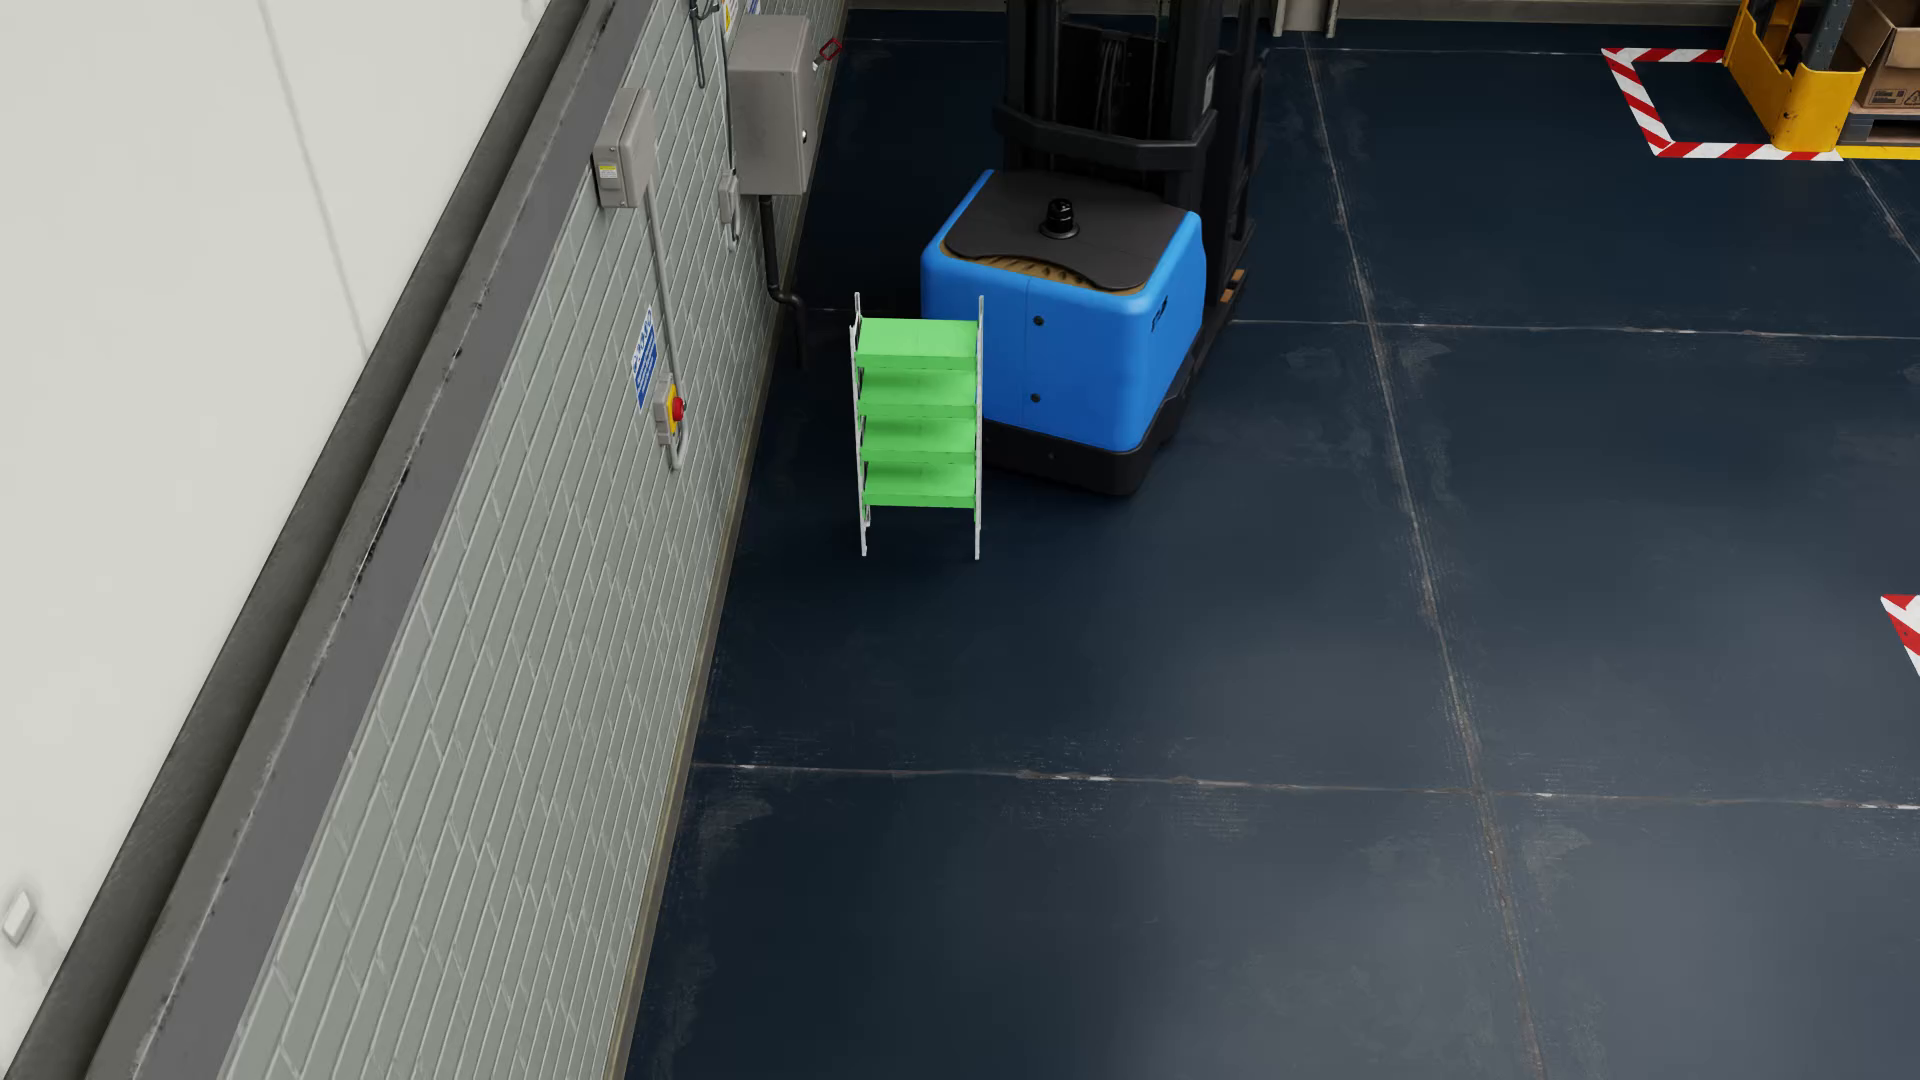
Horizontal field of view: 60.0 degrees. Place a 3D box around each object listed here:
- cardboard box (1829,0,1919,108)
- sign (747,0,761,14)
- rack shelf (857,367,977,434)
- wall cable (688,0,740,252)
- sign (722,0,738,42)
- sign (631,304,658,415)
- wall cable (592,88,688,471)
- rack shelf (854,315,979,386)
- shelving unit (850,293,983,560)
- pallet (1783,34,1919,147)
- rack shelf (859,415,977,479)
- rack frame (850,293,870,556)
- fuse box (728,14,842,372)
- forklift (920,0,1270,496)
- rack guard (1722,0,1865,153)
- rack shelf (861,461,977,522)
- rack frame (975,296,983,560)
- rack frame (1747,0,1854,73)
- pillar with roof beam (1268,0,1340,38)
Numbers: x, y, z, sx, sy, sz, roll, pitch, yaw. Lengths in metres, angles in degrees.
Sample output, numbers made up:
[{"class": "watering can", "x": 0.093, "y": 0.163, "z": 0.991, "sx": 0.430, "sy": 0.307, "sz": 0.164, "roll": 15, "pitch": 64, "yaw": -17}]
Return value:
[{"class": "cardboard box", "x": 5.484, "y": -2.911, "z": 9.698, "sx": 0.637, "sy": 0.503, "sz": 0.797, "roll": 0, "pitch": 43, "yaw": 0}, {"class": "sign", "x": -0.921, "y": -2.265, "z": 7.551, "sx": 0.001, "sy": 0.494, "sz": 0.329, "roll": 2, "pitch": 43, "yaw": 2}, {"class": "rack shelf", "x": -0.165, "y": -0.573, "z": 6.726, "sx": 0.480, "sy": 0.148, "sz": 0.258, "roll": 2, "pitch": 43, "yaw": 2}, {"class": "wall cable", "x": -0.925, "y": -1.869, "z": 6.311, "sx": 0.122, "sy": 1.984, "sz": 0.588, "roll": 2, "pitch": 43, "yaw": 2}, {"class": "sign", "x": -0.946, "y": -2.228, "z": 6.836, "sx": 0.001, "sy": 0.242, "sz": 0.339, "roll": 2, "pitch": 43, "yaw": 2}, {"class": "sign", "x": -1.040, "y": -0.600, "z": 5.495, "sx": 0.001, "sy": 0.218, "sz": 0.327, "roll": 2, "pitch": 43, "yaw": 2}, {"class": "wall cable", "x": -0.977, "y": -0.915, "z": 5.263, "sx": 0.123, "sy": 1.953, "sz": 0.585, "roll": 2, "pitch": 43, "yaw": 2}, {"class": "rack shelf", "x": -0.165, "y": -0.749, "z": 6.563, "sx": 0.480, "sy": 0.148, "sz": 0.258, "roll": 2, "pitch": 43, "yaw": 2}, {"class": "shelving unit", "x": -0.165, "y": -0.444, "z": 6.846, "sx": 0.503, "sy": 1.200, "sz": 0.258, "roll": 2, "pitch": 43, "yaw": 2}, {"class": "pallet", "x": 5.749, "y": -2.708, "z": 10.002, "sx": 1.213, "sy": 0.211, "sz": 1.003, "roll": 2, "pitch": 43, "yaw": 2}, {"class": "rack shelf", "x": -0.165, "y": -0.397, "z": 6.890, "sx": 0.480, "sy": 0.148, "sz": 0.258, "roll": 2, "pitch": 43, "yaw": 2}, {"class": "rack frame", "x": -0.409, "y": -0.452, "z": 6.854, "sx": 0.015, "sy": 1.200, "sz": 0.240, "roll": 2, "pitch": 43, "yaw": 2}, {"class": "fuse box", "x": -0.737, "y": -1.486, "z": 7.590, "sx": 0.414, "sy": 1.711, "sz": 0.539, "roll": 2, "pitch": 43, "yaw": 2}, {"class": "forklift", "x": 0.844, "y": -2.284, "z": 7.551, "sx": 1.130, "sy": 2.935, "sz": 3.031, "roll": 16, "pitch": 45, "yaw": 16}, {"class": "rack guard", "x": 4.953, "y": -2.838, "z": 9.929, "sx": 0.348, "sy": 0.500, "sz": 1.175, "roll": 2, "pitch": 43, "yaw": 2}, {"class": "rack shelf", "x": -0.165, "y": -0.222, "z": 7.054, "sx": 0.480, "sy": 0.148, "sz": 0.258, "roll": 2, "pitch": 43, "yaw": 2}, {"class": "rack frame", "x": 0.078, "y": -0.437, "z": 6.838, "sx": 0.015, "sy": 1.200, "sz": 0.240, "roll": 2, "pitch": 43, "yaw": 2}, {"class": "rack frame", "x": 4.877, "y": -3.754, "z": 9.080, "sx": 0.127, "sy": 3.000, "sz": 1.000, "roll": 2, "pitch": 43, "yaw": 2}, {"class": "pillar with roof beam", "x": 2.030, "y": -3.715, "z": 4.636, "sx": 0.400, "sy": 9.000, "sz": 9.100, "roll": 2, "pitch": 43, "yaw": 2}]
